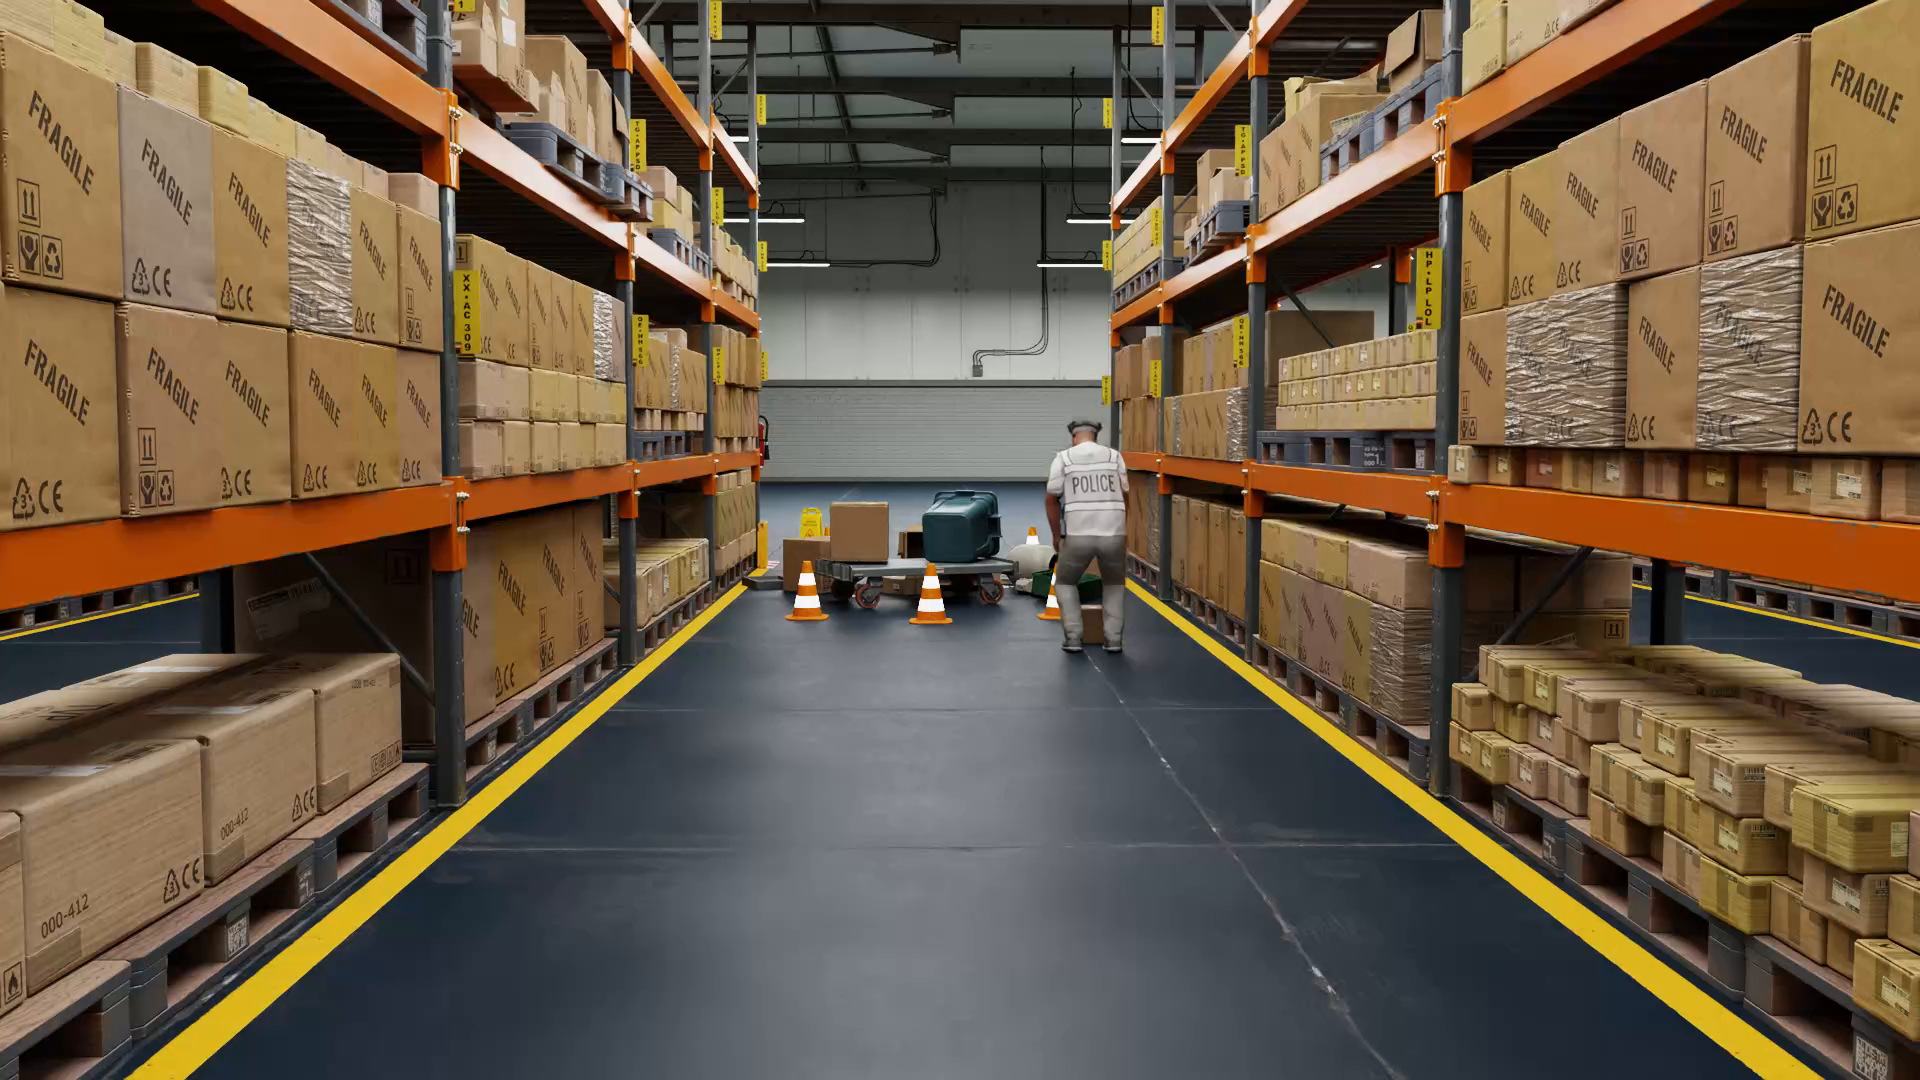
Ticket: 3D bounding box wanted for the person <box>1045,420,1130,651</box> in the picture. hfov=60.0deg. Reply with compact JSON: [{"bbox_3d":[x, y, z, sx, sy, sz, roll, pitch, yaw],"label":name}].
[{"bbox_3d":[0.878,-0.028,11.442,0.581,1.594,0.657,0,4,-1],"label":"person"}]
